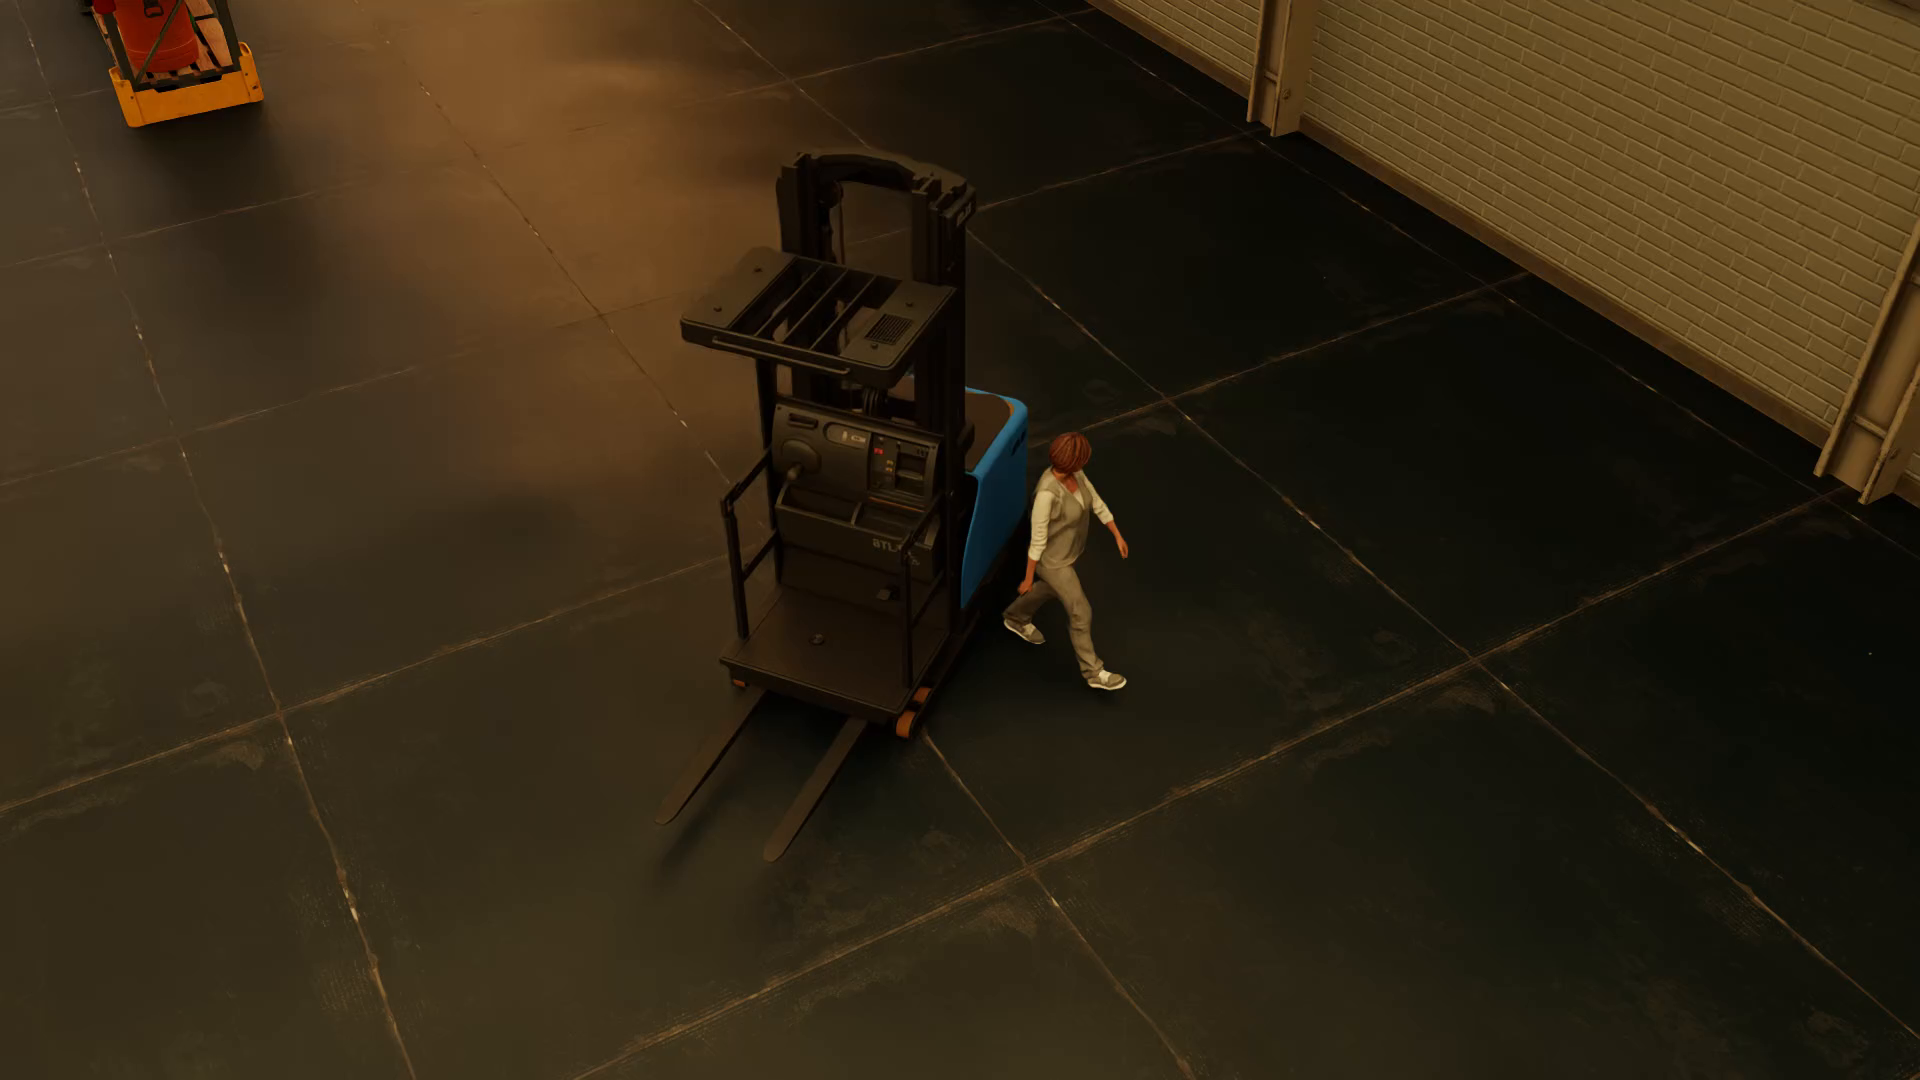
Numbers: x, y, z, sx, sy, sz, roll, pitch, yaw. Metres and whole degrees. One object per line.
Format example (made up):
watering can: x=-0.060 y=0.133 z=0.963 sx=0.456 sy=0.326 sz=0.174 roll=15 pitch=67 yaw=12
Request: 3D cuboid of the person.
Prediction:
person: x=0.583 y=0.119 z=9.005 sx=0.851 sy=1.546 sz=0.556 roll=15 pitch=42 yaw=18

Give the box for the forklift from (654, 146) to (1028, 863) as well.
forklift: x=-0.630 y=-0.359 z=8.469 sx=1.130 sy=2.935 sz=3.031 roll=15 pitch=42 yaw=17
